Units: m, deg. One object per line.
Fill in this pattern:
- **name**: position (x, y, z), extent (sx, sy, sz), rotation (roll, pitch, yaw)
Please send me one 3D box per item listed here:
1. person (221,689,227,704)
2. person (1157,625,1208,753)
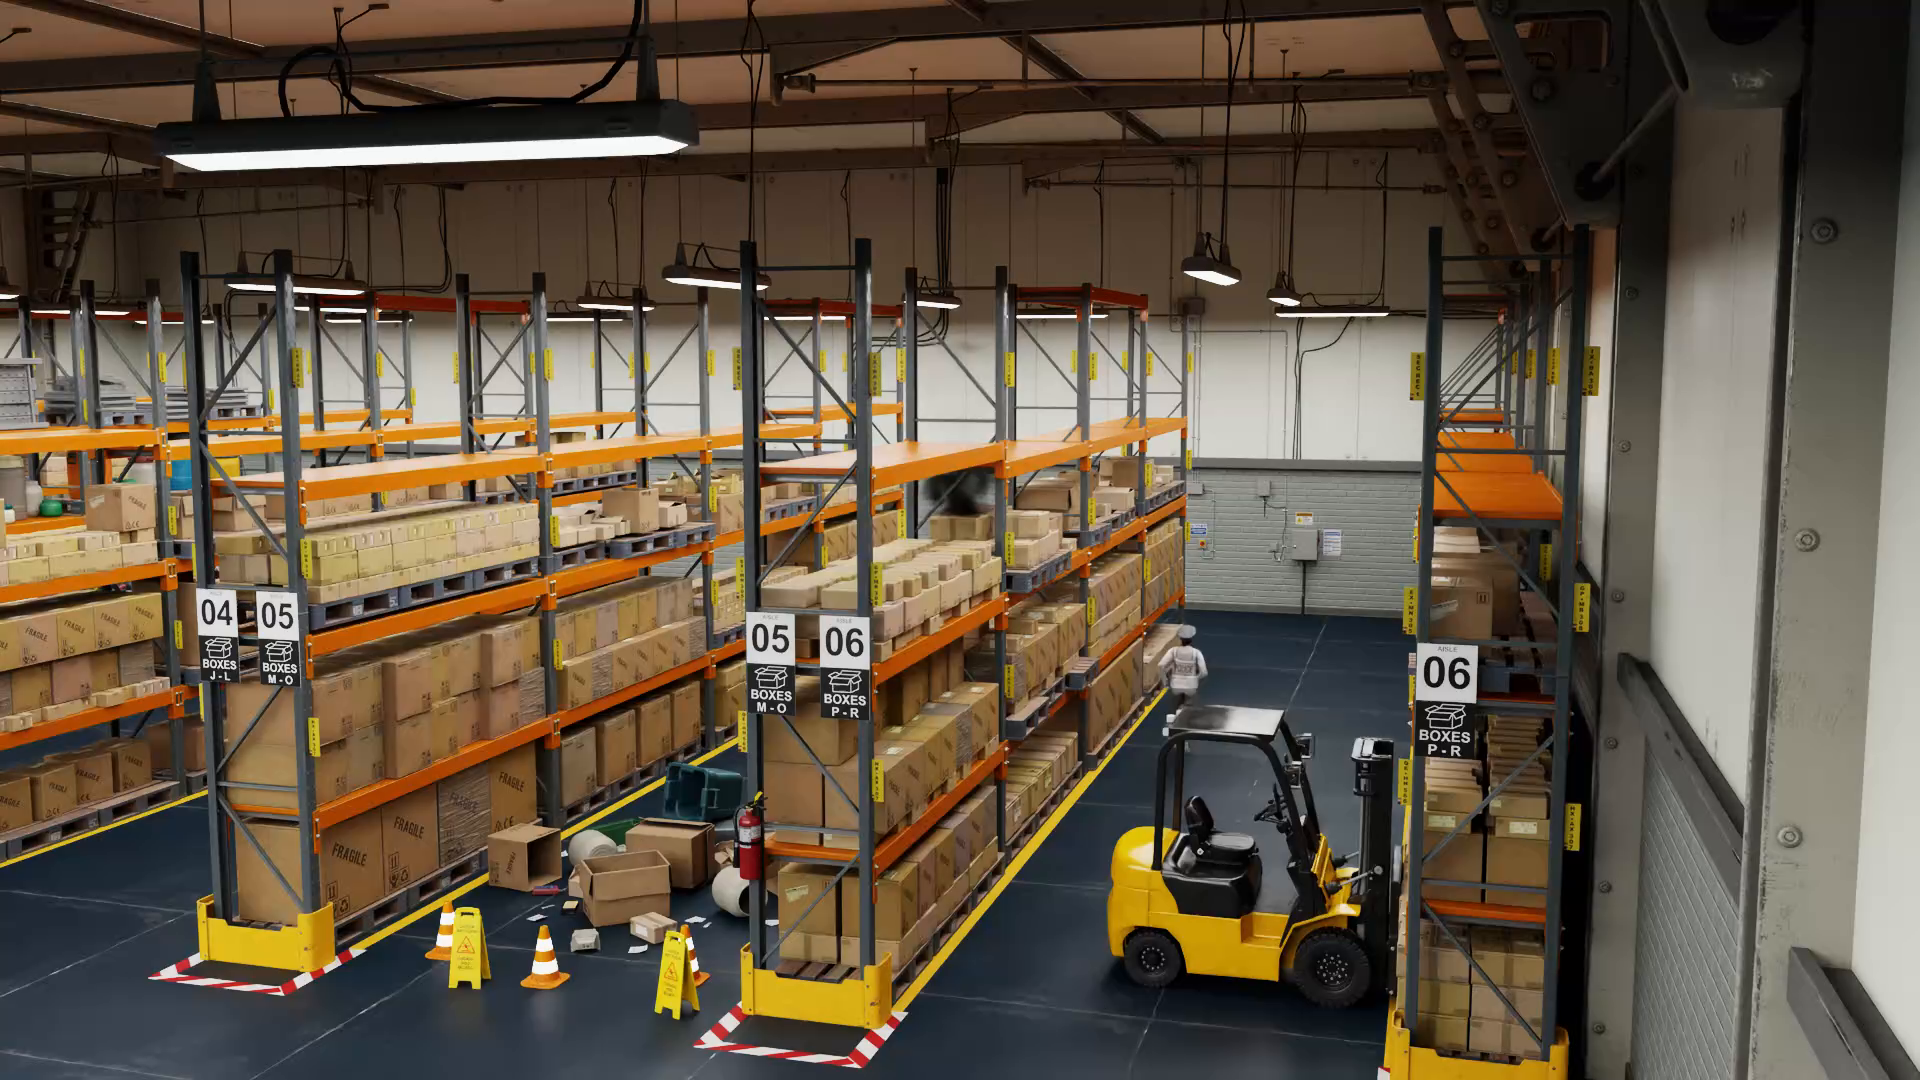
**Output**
- **person**: position (-10.199, 1.774, 23.228), extent (0.538, 1.584, 0.799), rotation (1, 6, 9)
- **person**: position (2.908, 1.920, 21.616), extent (0.625, 1.658, 0.591), rotation (2, 7, 18)
